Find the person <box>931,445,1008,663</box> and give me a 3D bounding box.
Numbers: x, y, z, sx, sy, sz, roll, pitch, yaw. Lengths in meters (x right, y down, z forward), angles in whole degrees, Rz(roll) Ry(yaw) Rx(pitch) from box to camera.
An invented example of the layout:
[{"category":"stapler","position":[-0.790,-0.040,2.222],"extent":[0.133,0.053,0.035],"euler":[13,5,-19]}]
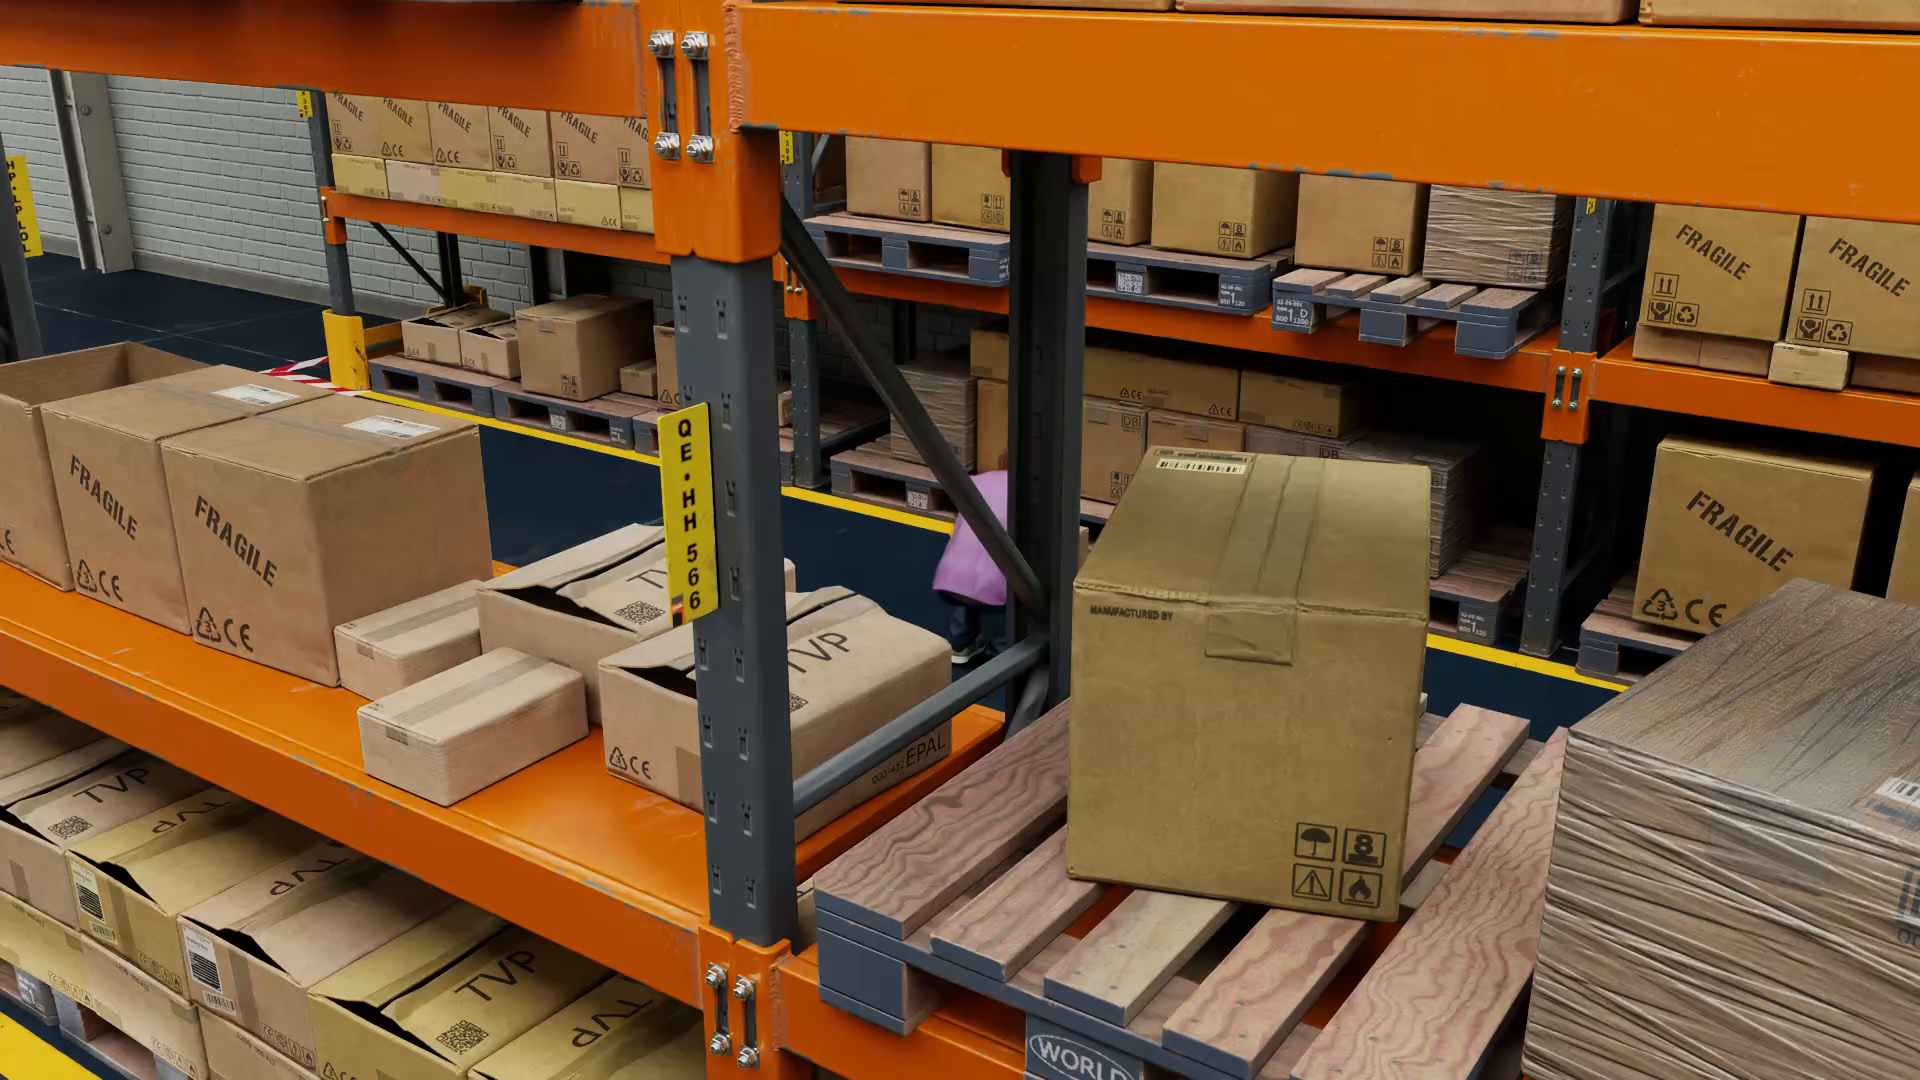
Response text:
[{"category":"person","position":[0.182,0.067,6.963],"extent":[0.458,0.875,0.811],"euler":[13,24,32]}]
